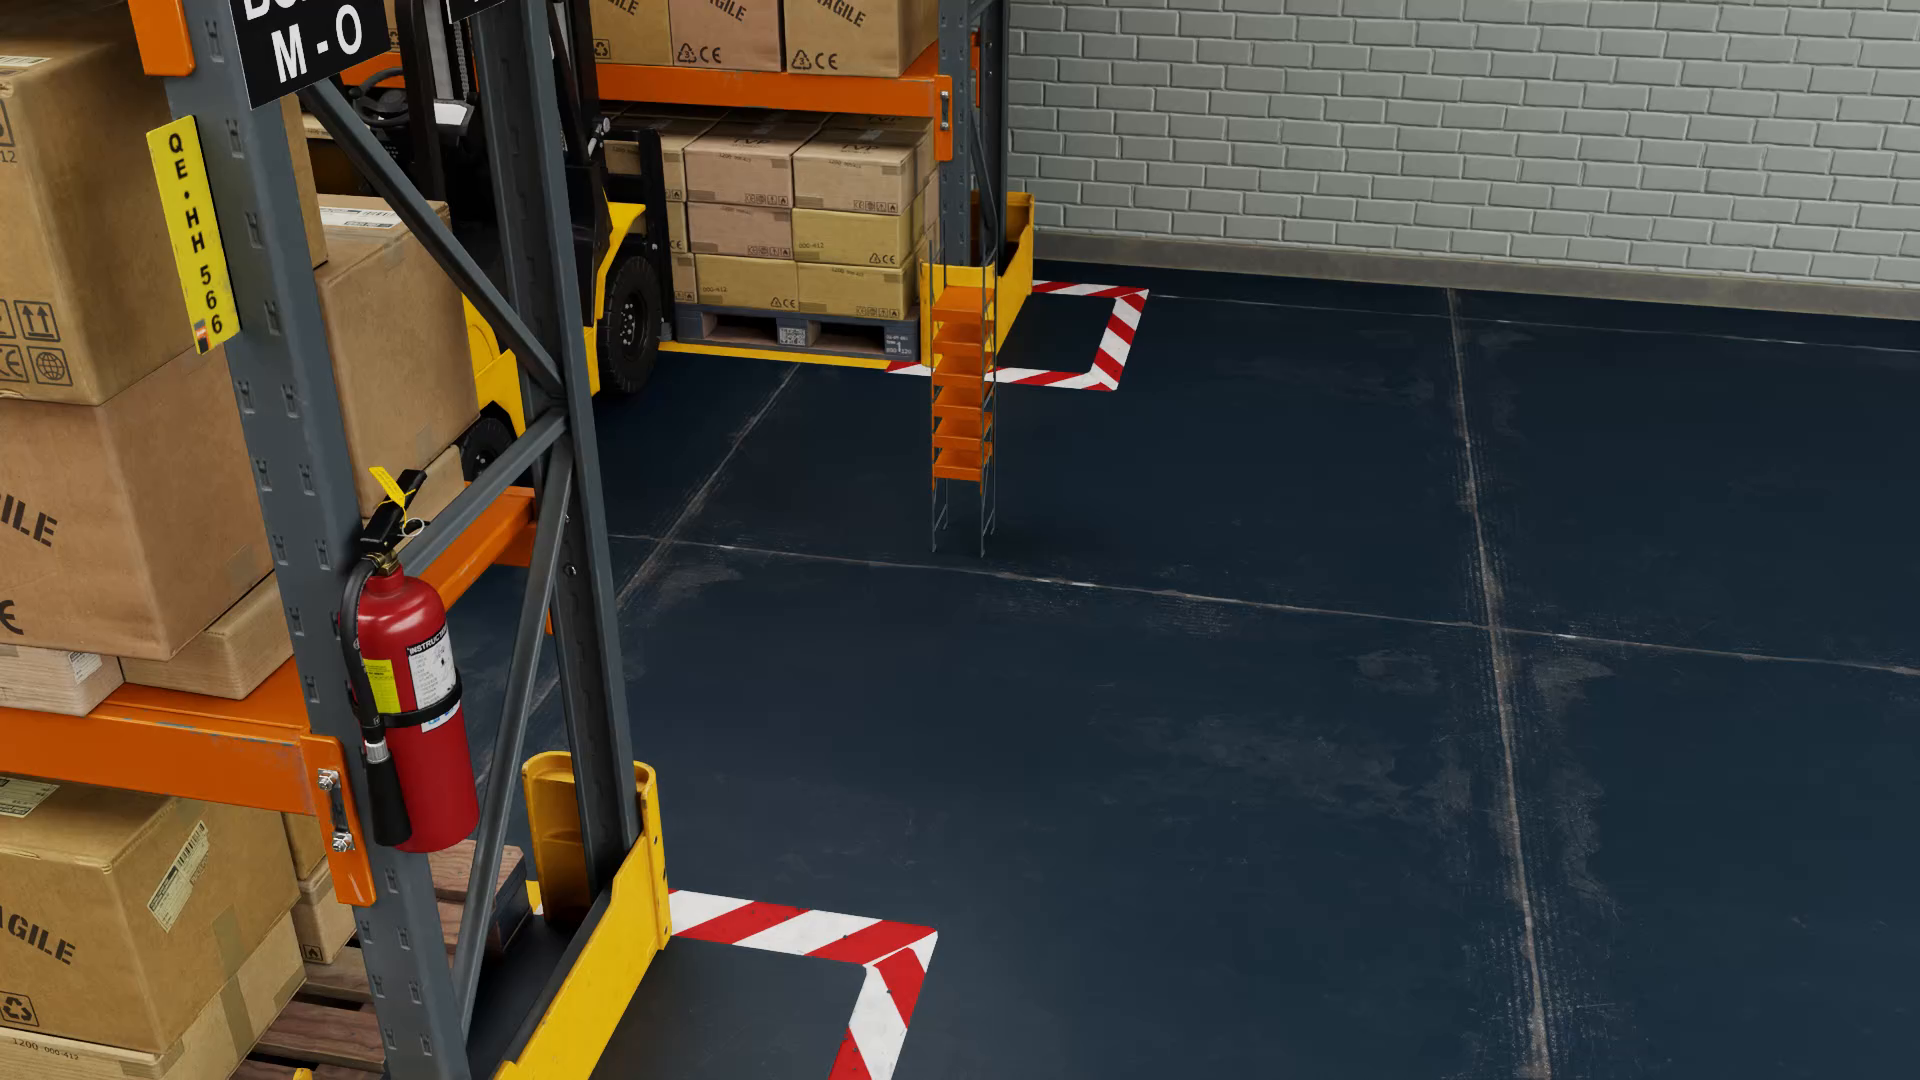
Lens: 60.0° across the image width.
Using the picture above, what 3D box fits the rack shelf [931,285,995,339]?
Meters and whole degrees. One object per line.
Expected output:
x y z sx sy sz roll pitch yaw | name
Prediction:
0.014 -0.802 5.808 0.180 0.103 0.258 6 29 11 | rack shelf

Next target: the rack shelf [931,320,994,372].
0.014 -0.696 5.865 0.180 0.103 0.258 6 29 11 | rack shelf

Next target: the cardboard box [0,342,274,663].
-1.549 -0.146 2.979 0.500 0.500 0.500 5 29 10 | cardboard box

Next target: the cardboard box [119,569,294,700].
-1.371 0.126 3.157 0.250 0.149 0.380 7 29 12 | cardboard box

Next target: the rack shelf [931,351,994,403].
0.014 -0.591 5.923 0.180 0.103 0.258 6 29 11 | rack shelf

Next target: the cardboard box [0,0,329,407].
-1.506 -0.608 2.782 0.500 0.500 0.700 5 29 9 | cardboard box

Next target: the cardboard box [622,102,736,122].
-1.335 -2.035 8.229 0.500 0.250 0.500 6 29 10 | cardboard box

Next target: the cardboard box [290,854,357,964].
-1.692 0.764 4.156 0.500 0.250 0.500 6 29 10 | cardboard box

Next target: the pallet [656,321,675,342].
-1.874 -1.335 8.469 1.213 0.211 1.003 6 29 11 | pallet

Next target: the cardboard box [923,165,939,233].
-0.345 -1.720 8.174 0.500 0.250 0.500 6 29 11 | cardboard box

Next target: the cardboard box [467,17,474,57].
-1.965 -2.501 7.590 0.500 0.500 0.500 6 29 11 | cardboard box

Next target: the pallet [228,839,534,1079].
-1.822 1.071 4.074 1.213 0.211 1.003 6 29 11 | pallet

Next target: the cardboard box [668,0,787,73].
-0.970 -2.404 7.414 0.500 0.500 0.500 7 29 12 | cardboard box

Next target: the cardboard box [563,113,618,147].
-1.934 -1.843 7.878 0.500 0.250 0.500 5 29 10 | cardboard box

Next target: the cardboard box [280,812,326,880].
-1.716 0.433 3.980 0.500 0.500 0.500 5 29 9 | cardboard box

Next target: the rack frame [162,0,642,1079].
-0.961 -0.047 3.212 0.127 3.000 1.000 6 29 11 | rack frame

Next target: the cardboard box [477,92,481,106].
-2.328 -2.137 8.414 0.500 0.250 0.500 6 29 11 | cardboard box

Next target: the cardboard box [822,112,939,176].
-0.359 -1.932 8.040 0.500 0.250 0.500 5 29 10 | cardboard box

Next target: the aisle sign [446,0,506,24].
-0.836 -1.326 2.842 0.004 0.787 0.394 6 29 11 | aisle sign

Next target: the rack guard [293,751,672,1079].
-1.035 1.042 3.826 0.348 0.500 1.175 6 29 11 | rack guard

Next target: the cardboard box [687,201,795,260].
-0.958 -1.533 7.832 0.500 0.250 0.500 6 29 10 | cardboard box

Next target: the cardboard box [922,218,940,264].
-0.368 -1.497 8.287 0.500 0.250 0.500 6 29 11 | cardboard box

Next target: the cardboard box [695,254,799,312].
-0.938 -1.309 7.944 0.500 0.250 0.500 6 29 11 | cardboard box

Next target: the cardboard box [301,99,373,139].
-2.934 -1.944 8.062 0.500 0.250 0.500 6 29 11 | cardboard box

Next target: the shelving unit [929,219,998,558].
0.014 -0.525 5.959 0.189 1.200 0.258 6 29 11 | shelving unit

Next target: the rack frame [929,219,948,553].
-0.075 -0.534 5.976 0.006 1.200 0.240 6 29 11 | rack frame

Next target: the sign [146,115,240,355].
-1.097 -0.435 2.385 0.005 0.325 0.100 6 29 11 | sign

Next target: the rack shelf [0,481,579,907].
-2.917 0.068 3.751 4.000 0.370 1.077 6 29 11 | rack shelf

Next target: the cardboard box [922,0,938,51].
-0.355 -2.602 7.775 0.500 0.500 0.500 7 29 12 | cardboard box

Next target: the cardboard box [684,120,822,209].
-0.944 -1.743 7.695 0.500 0.250 0.500 6 29 11 | cardboard box

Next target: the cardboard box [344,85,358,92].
-3.318 -2.237 8.598 0.500 0.250 0.500 6 29 12 | cardboard box
